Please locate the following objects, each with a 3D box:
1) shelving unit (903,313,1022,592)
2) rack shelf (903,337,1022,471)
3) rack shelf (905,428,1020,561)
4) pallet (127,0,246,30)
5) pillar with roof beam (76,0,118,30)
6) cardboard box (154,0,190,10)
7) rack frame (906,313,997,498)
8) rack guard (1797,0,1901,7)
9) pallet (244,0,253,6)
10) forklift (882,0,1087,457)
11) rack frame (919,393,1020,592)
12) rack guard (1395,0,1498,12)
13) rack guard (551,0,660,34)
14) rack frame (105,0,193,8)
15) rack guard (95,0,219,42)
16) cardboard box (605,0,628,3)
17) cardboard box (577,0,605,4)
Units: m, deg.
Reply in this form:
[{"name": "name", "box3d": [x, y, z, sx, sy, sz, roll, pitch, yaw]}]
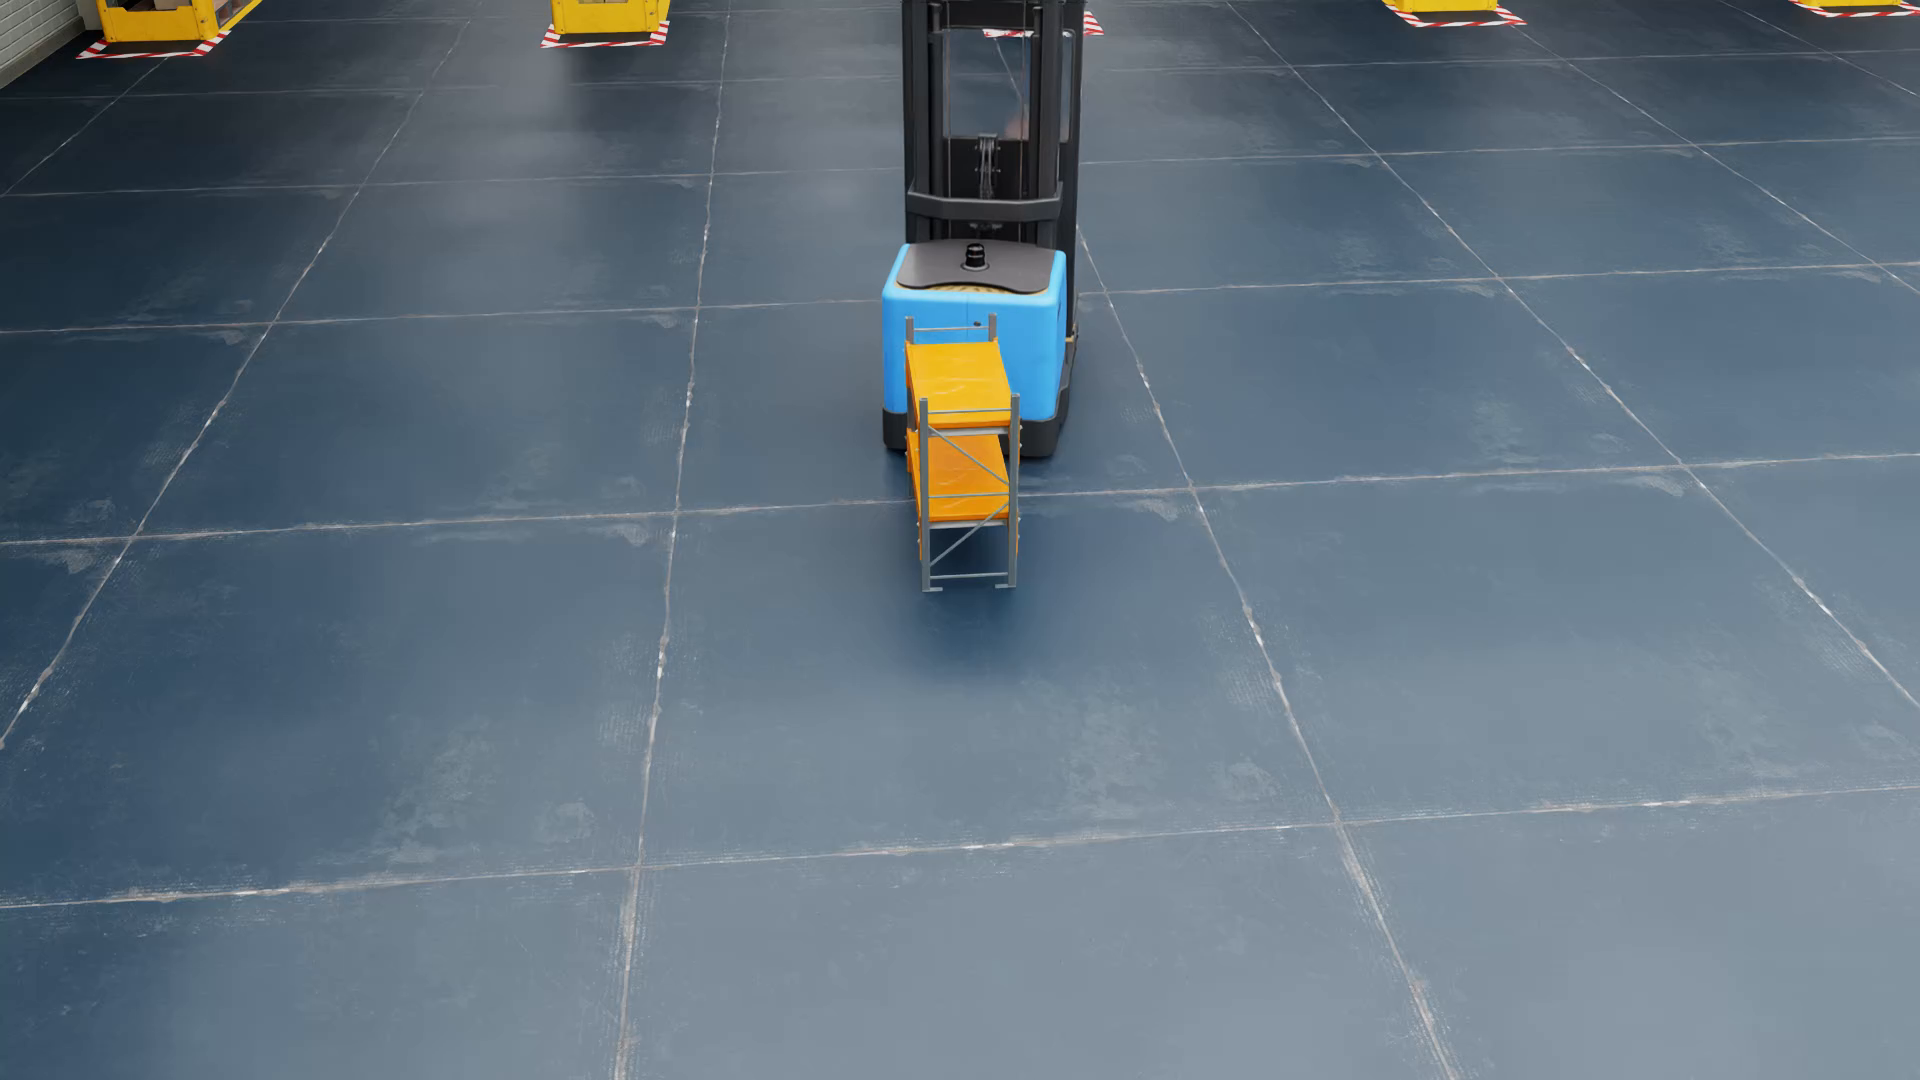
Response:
[{"name": "shelving unit", "box3d": [-0.001, -0.486, 8.967, 0.538, 1.125, 1.048, -3, 31, -5]}, {"name": "rack shelf", "box3d": [-0.001, -0.738, 8.817, 0.538, 0.278, 1.000, -3, 31, -5]}, {"name": "rack shelf", "box3d": [-0.001, -0.276, 9.093, 0.538, 0.278, 1.000, -3, 31, -5]}, {"name": "pallet", "box3d": [-9.021, -6.174, 19.381, 1.003, 0.211, 1.213, -3, 31, -5]}, {"name": "pillar with roof beam", "box3d": [-5.614, -10.014, 17.239, 9.100, 9.000, 0.400, -3, 31, -5]}, {"name": "cardboard box", "box3d": [-8.948, -6.308, 19.079, 0.500, 0.311, 0.500, -6, 31, -10]}, {"name": "rack frame", "box3d": [-0.048, -0.746, 9.402, 0.500, 1.125, 0.032, -3, 31, -5]}, {"name": "rack guard", "box3d": [10.772, -6.728, 20.027, 1.175, 0.500, 0.348, -3, 31, -5]}, {"name": "pallet", "box3d": [-9.132, -6.795, 20.421, 1.003, 0.211, 1.213, -3, 31, -5]}, {"name": "forklift", "box3d": [0.226, -2.491, 10.562, 1.130, 2.935, 3.031, 4, 31, 6]}, {"name": "rack frame", "box3d": [0.047, -0.227, 8.533, 0.500, 1.125, 0.032, -3, 31, -5]}, {"name": "rack guard", "box3d": [5.815, -6.593, 19.801, 1.175, 0.500, 0.348, -3, 31, -5]}, {"name": "rack guard", "box3d": [-4.039, -6.070, 18.924, 1.175, 0.500, 0.348, -3, 31, -5]}, {"name": "rack frame", "box3d": [-8.973, -6.916, 17.903, 1.000, 3.000, 0.127, -3, 31, -5]}, {"name": "rack guard", "box3d": [-8.980, -5.882, 18.609, 1.175, 0.500, 0.348, -3, 31, -5]}, {"name": "cardboard box", "box3d": [-3.870, -6.439, 19.377, 0.500, 0.250, 0.500, -3, 31, -5]}, {"name": "cardboard box", "box3d": [-4.386, -6.415, 19.336, 0.500, 0.250, 0.500, -3, 31, -5]}]
